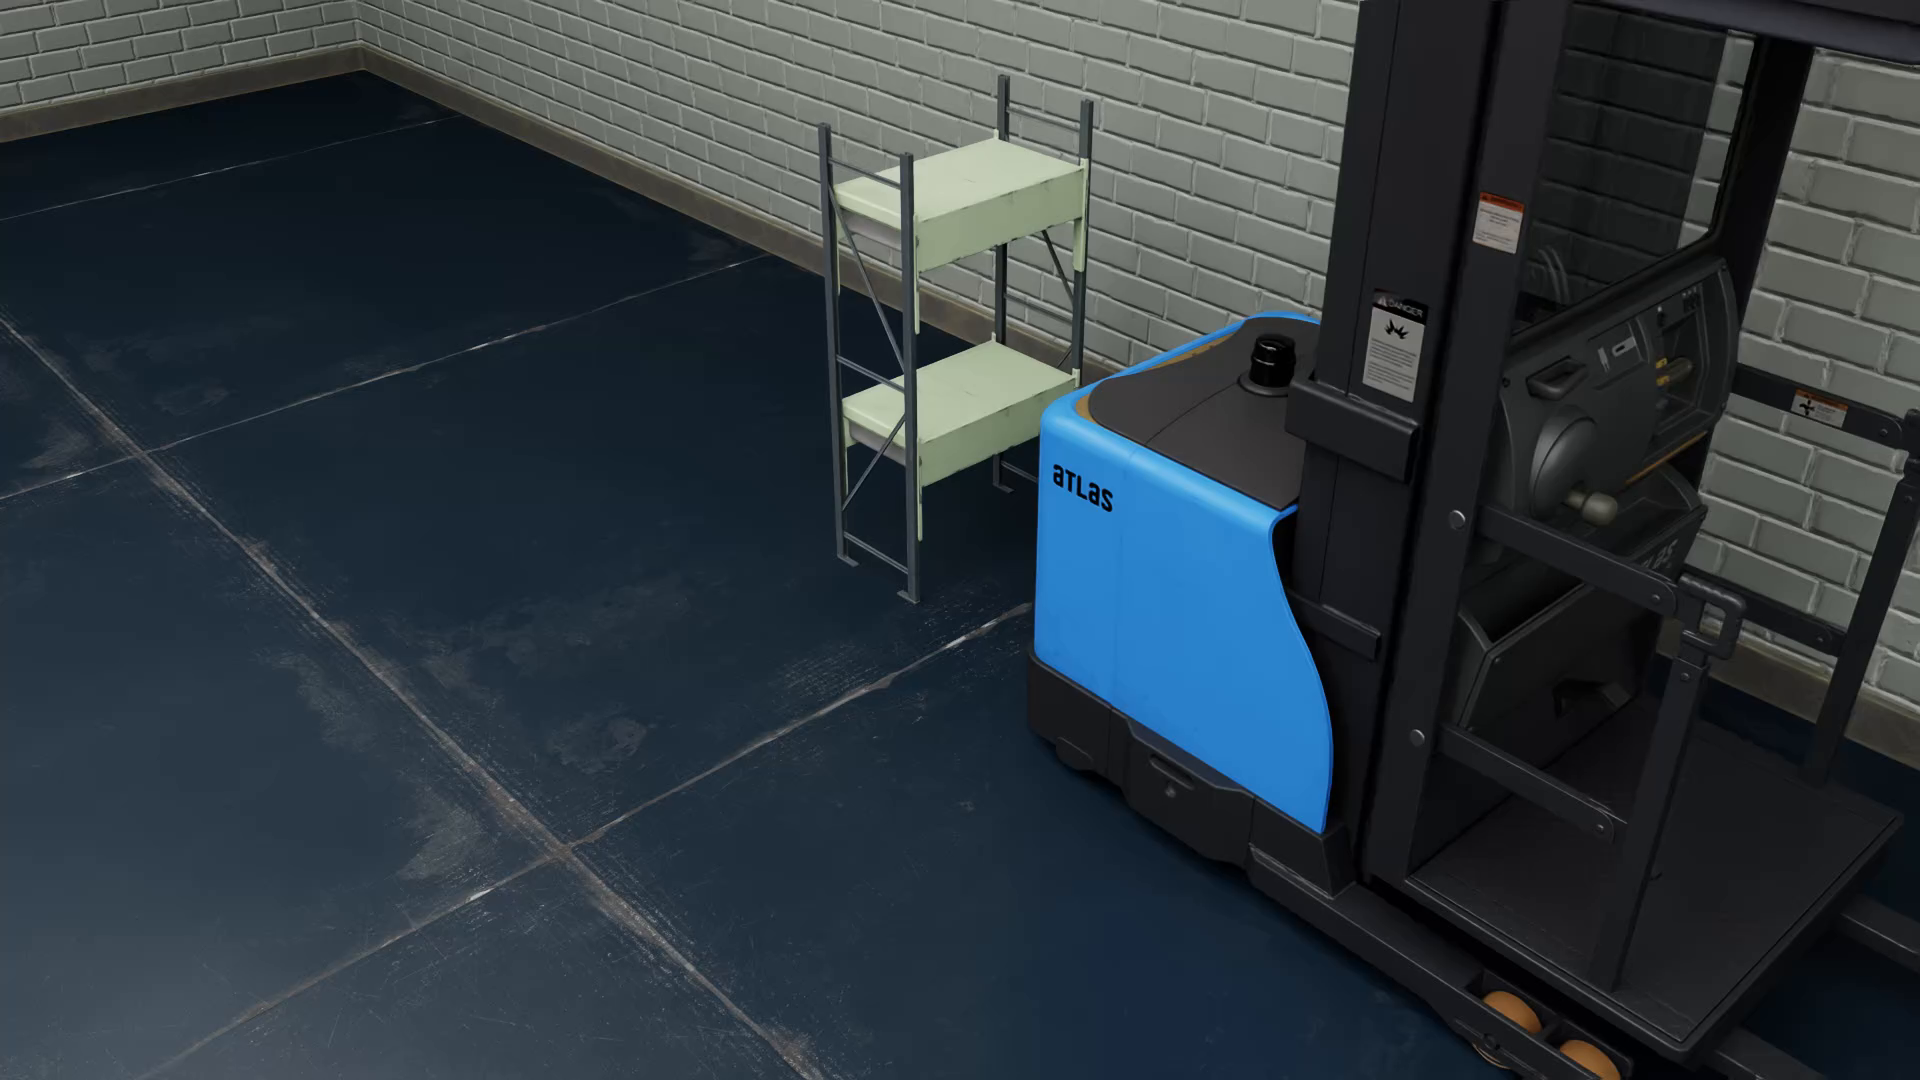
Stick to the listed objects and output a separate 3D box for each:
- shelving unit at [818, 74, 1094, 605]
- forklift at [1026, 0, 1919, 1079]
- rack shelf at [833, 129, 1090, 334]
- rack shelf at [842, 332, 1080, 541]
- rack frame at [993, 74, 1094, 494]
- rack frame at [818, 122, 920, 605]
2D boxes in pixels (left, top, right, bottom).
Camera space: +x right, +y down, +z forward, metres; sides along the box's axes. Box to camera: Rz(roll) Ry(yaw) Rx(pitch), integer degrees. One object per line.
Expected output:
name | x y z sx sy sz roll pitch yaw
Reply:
shelving unit | -0.005 -0.637 5.355 0.755 1.500 0.431 -26 40 -35
forklift | 1.549 -0.279 3.397 1.130 2.935 3.031 -25 39 -35
rack shelf | -0.005 -0.970 5.151 0.720 0.370 0.431 -26 40 -35
rack shelf | -0.005 -0.359 5.525 0.720 0.370 0.431 -26 40 -35
rack frame | 0.263 -0.767 5.567 0.023 1.500 0.400 -26 40 -35
rack frame | -0.273 -0.508 5.143 0.023 1.500 0.400 -26 40 -35
